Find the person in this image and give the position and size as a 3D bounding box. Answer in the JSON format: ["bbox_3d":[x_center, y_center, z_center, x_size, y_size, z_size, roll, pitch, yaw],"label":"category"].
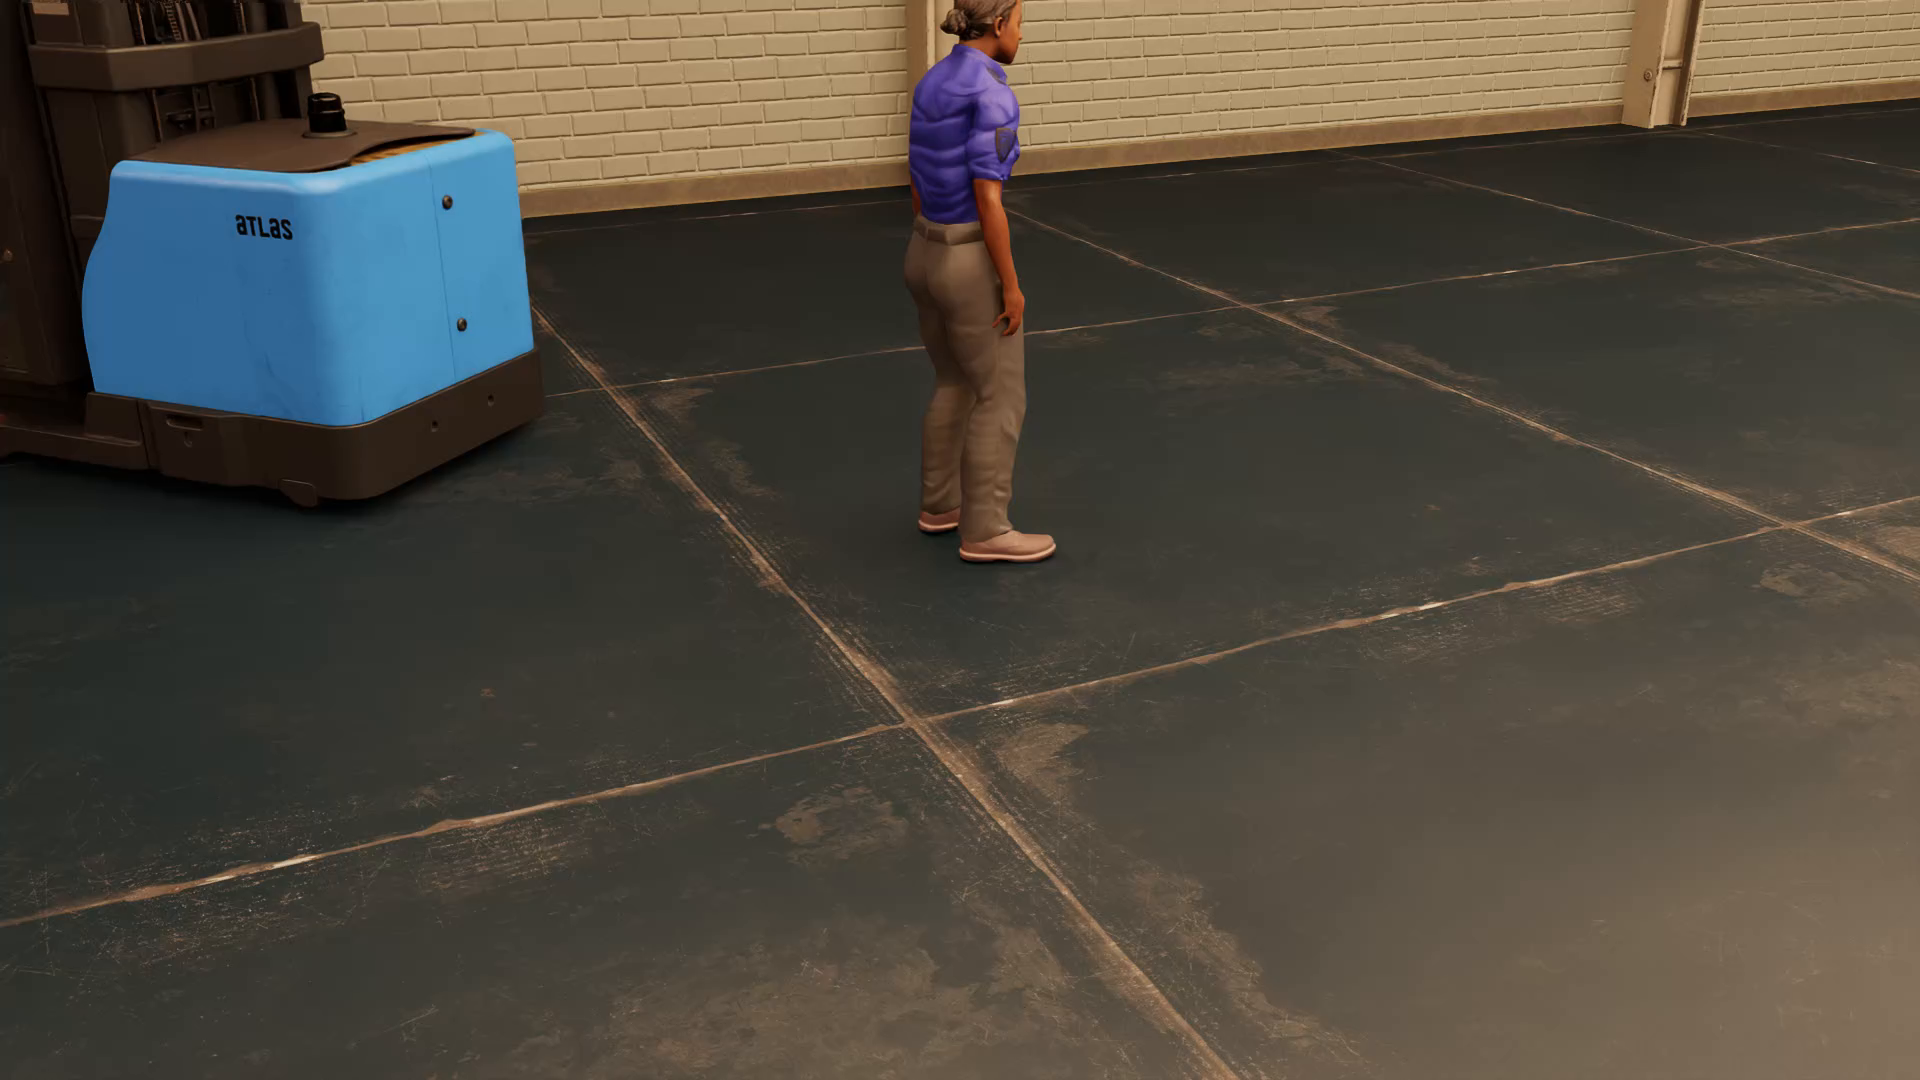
[{"bbox_3d":[0.036,-0.769,4.805,0.349,1.654,0.513,-11,25,-25],"label":"person"}]

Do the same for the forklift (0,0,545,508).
[{"bbox_3d":[-3.078,-1.800,5.619,3.031,2.935,1.130,9,24,20],"label":"forklift"}]
